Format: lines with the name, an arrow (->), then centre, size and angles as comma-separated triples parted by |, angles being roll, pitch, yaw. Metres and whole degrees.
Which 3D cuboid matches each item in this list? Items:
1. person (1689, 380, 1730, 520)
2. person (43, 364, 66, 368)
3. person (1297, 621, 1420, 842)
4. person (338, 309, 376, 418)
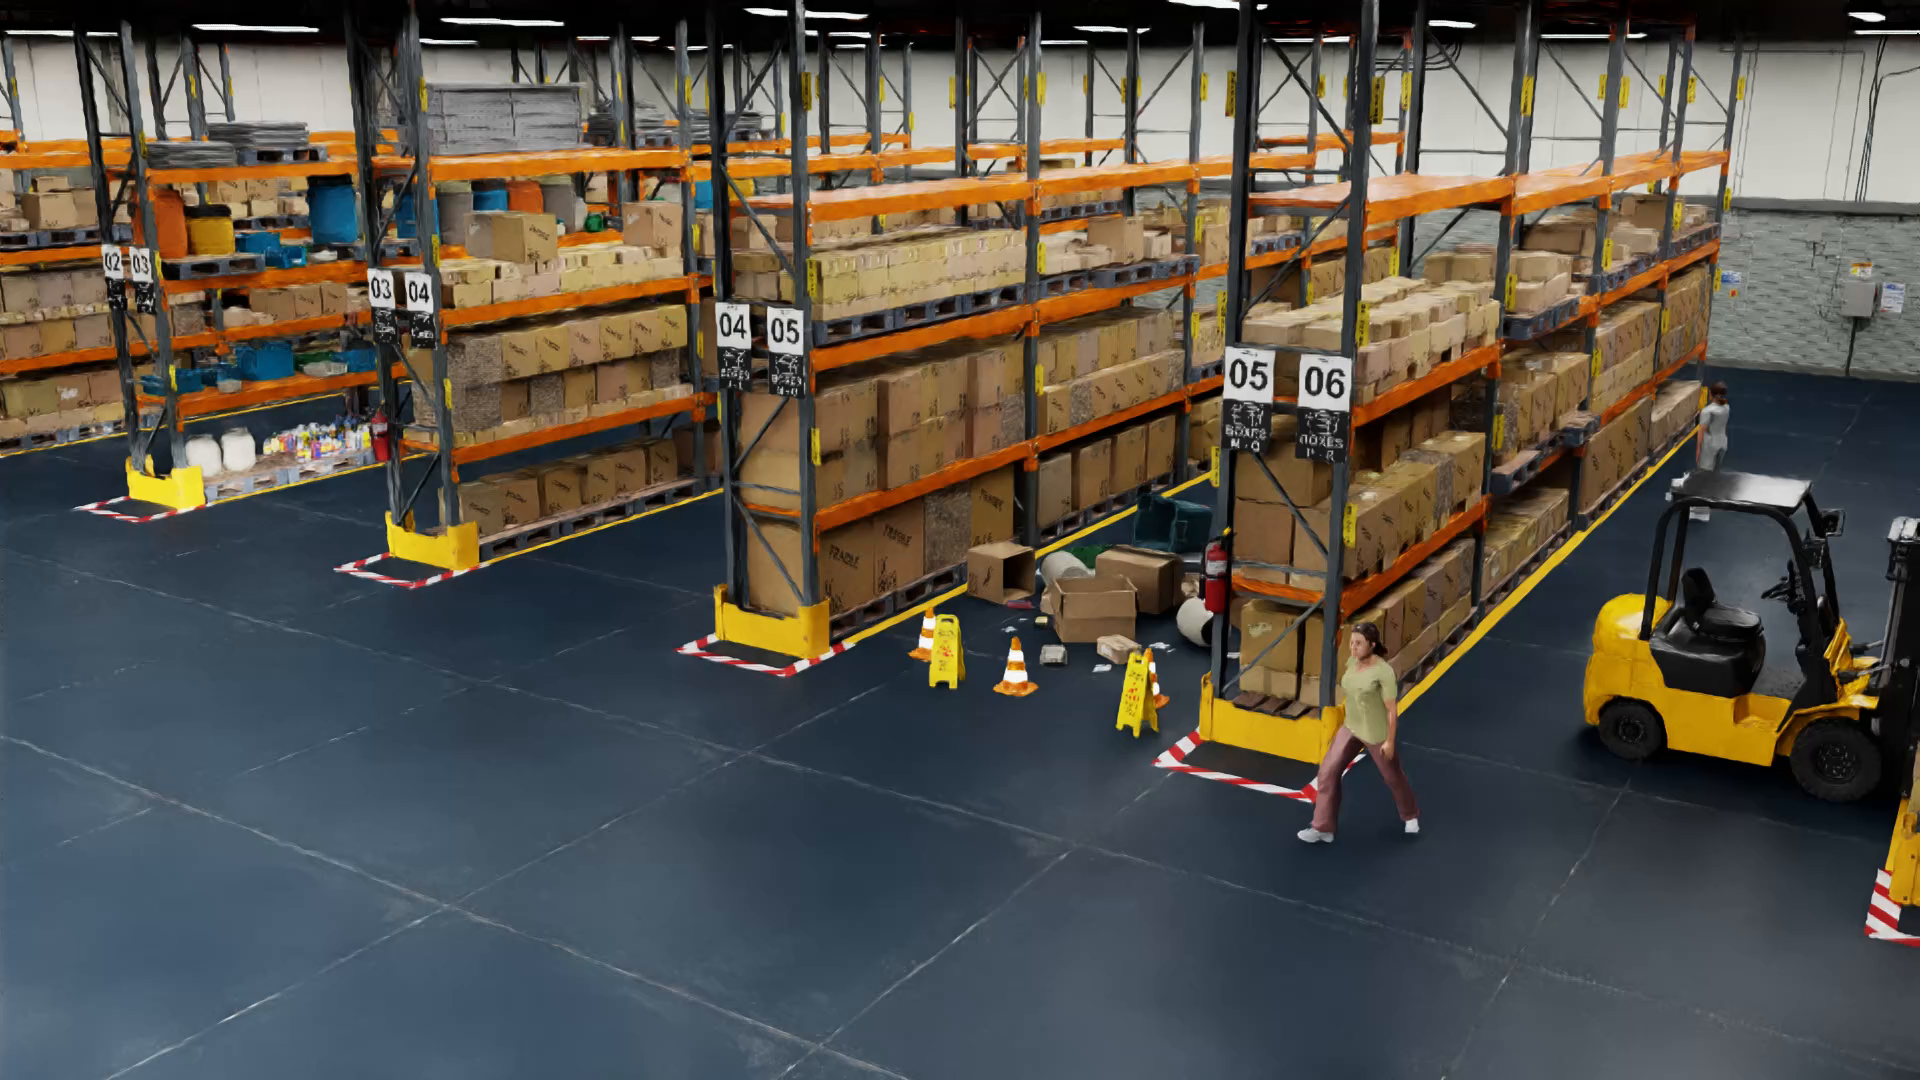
person -> 8.982, -1.099, 20.005 | 0.487, 1.675, 0.477 | -8, 17, -25
person -> -14.214, -2.801, 26.124 | 0.718, 1.714, 0.578 | 9, 18, 30
person -> 2.833, 1.318, 11.480 | 0.957, 1.611, 0.488 | -11, 19, -34
person -> -9.307, -2.703, 25.660 | 0.463, 1.732, 0.601 | 1, 16, 3
